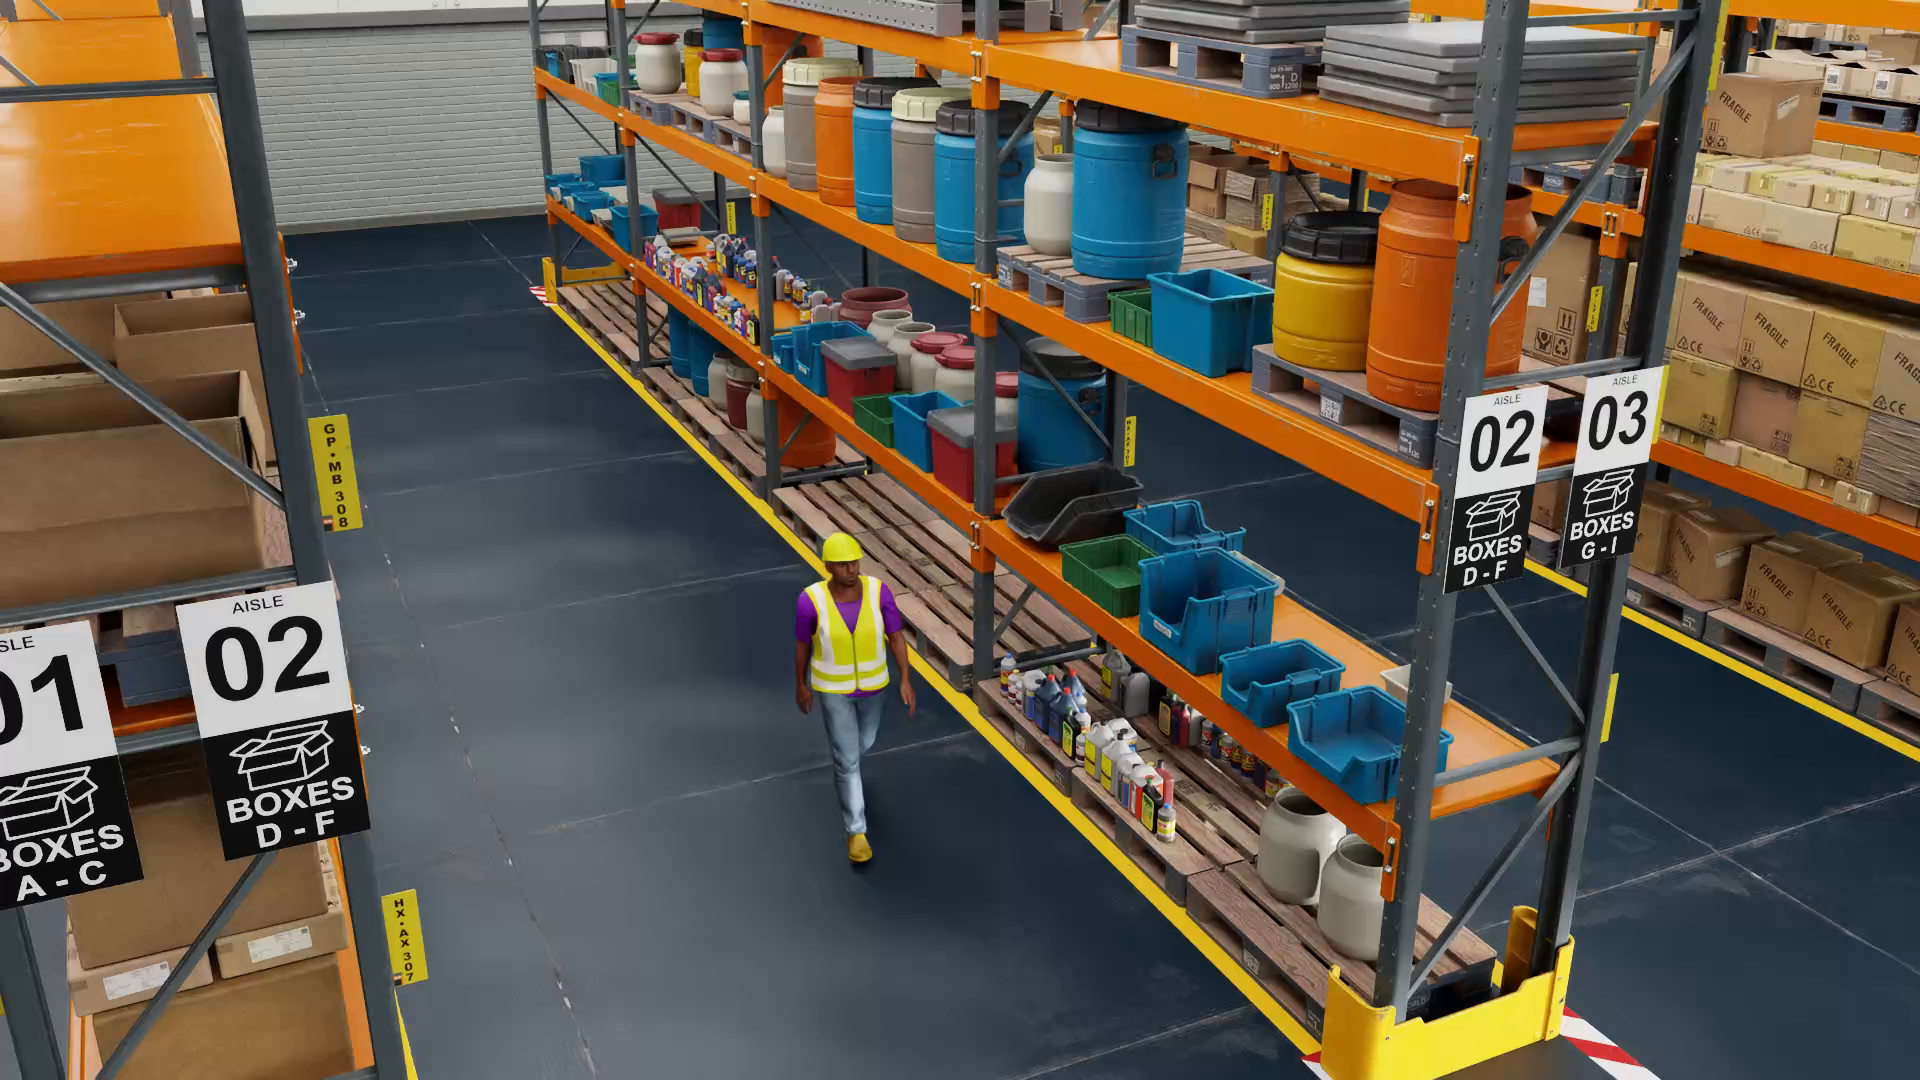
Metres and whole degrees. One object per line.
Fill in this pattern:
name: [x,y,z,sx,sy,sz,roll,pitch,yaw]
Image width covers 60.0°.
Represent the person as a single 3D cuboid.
person: [-0.572,0.778,9.079,0.596,1.730,1.008,-8,23,-19]
